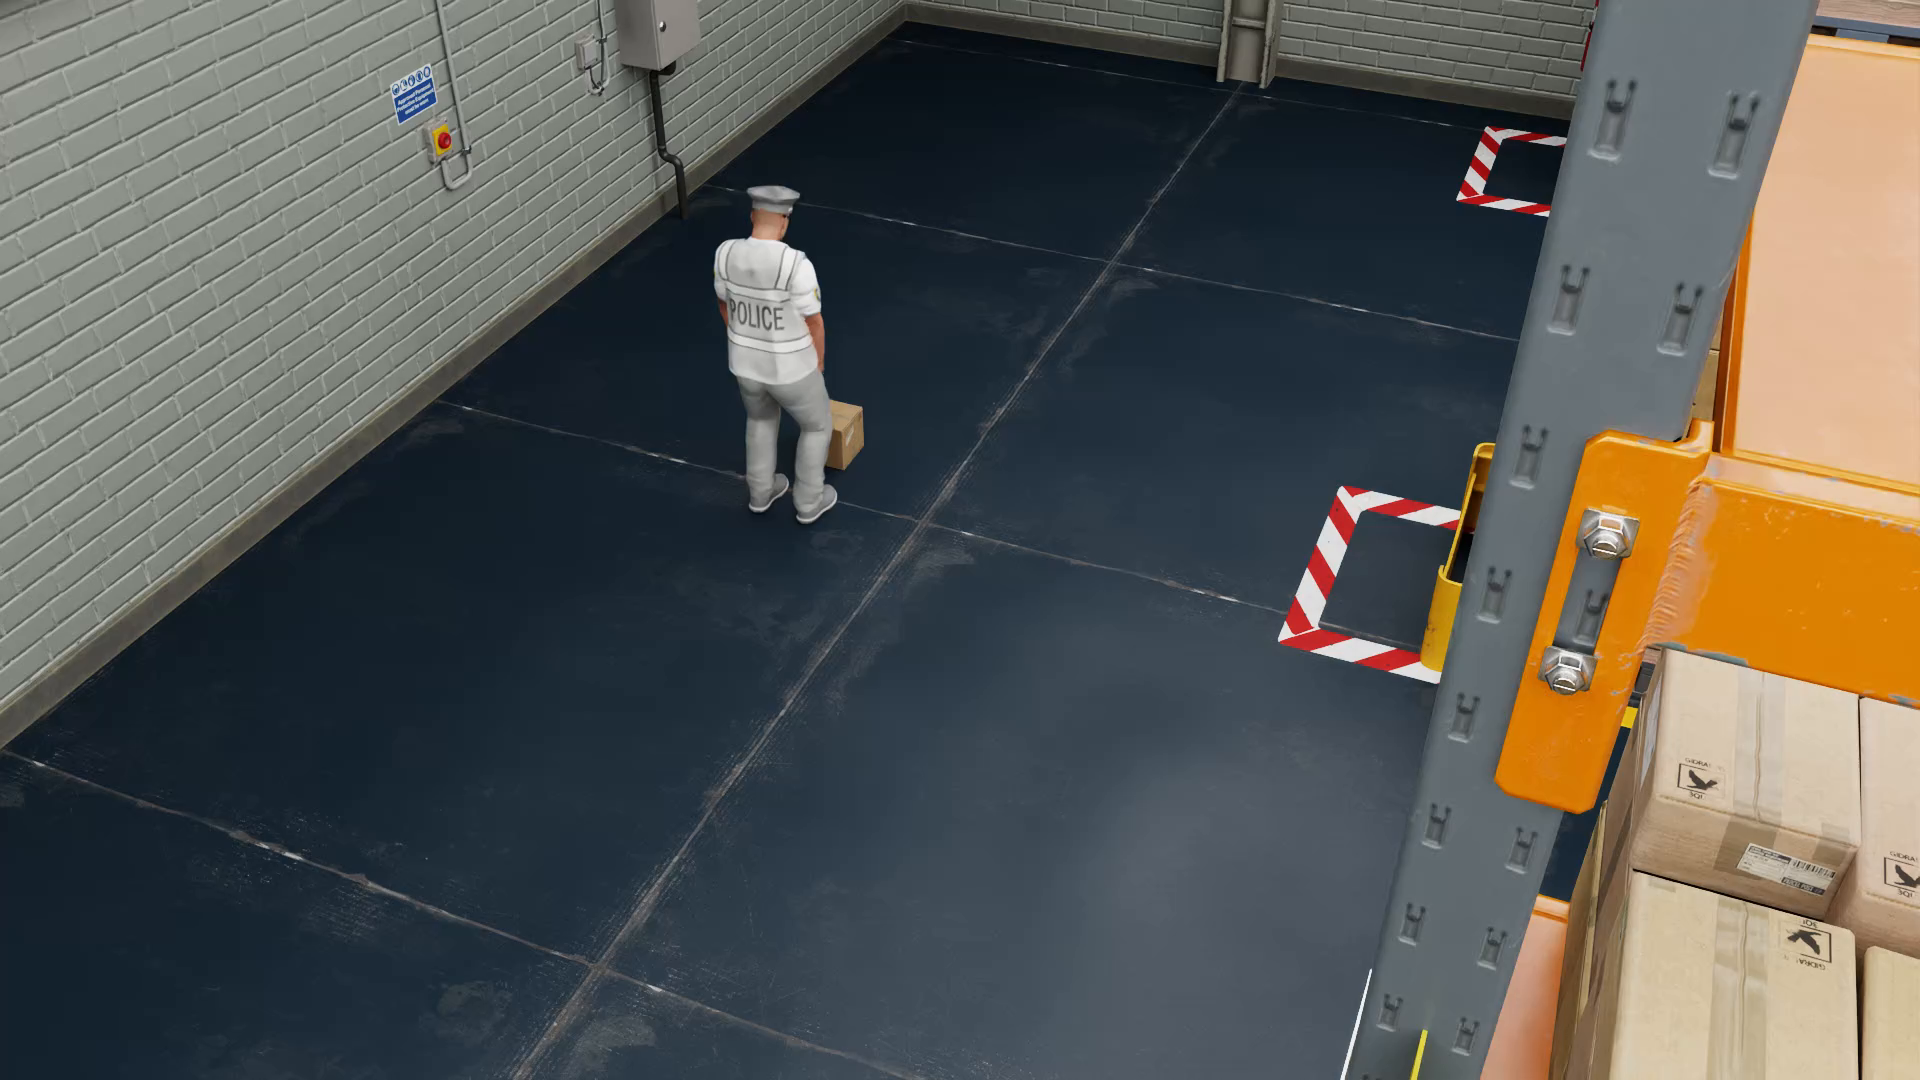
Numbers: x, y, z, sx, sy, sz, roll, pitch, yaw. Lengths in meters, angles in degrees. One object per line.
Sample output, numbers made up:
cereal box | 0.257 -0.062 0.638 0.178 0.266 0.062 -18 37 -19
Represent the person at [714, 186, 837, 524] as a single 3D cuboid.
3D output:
person | -0.891 -0.868 7.994 0.550 1.716 0.457 15 40 19
